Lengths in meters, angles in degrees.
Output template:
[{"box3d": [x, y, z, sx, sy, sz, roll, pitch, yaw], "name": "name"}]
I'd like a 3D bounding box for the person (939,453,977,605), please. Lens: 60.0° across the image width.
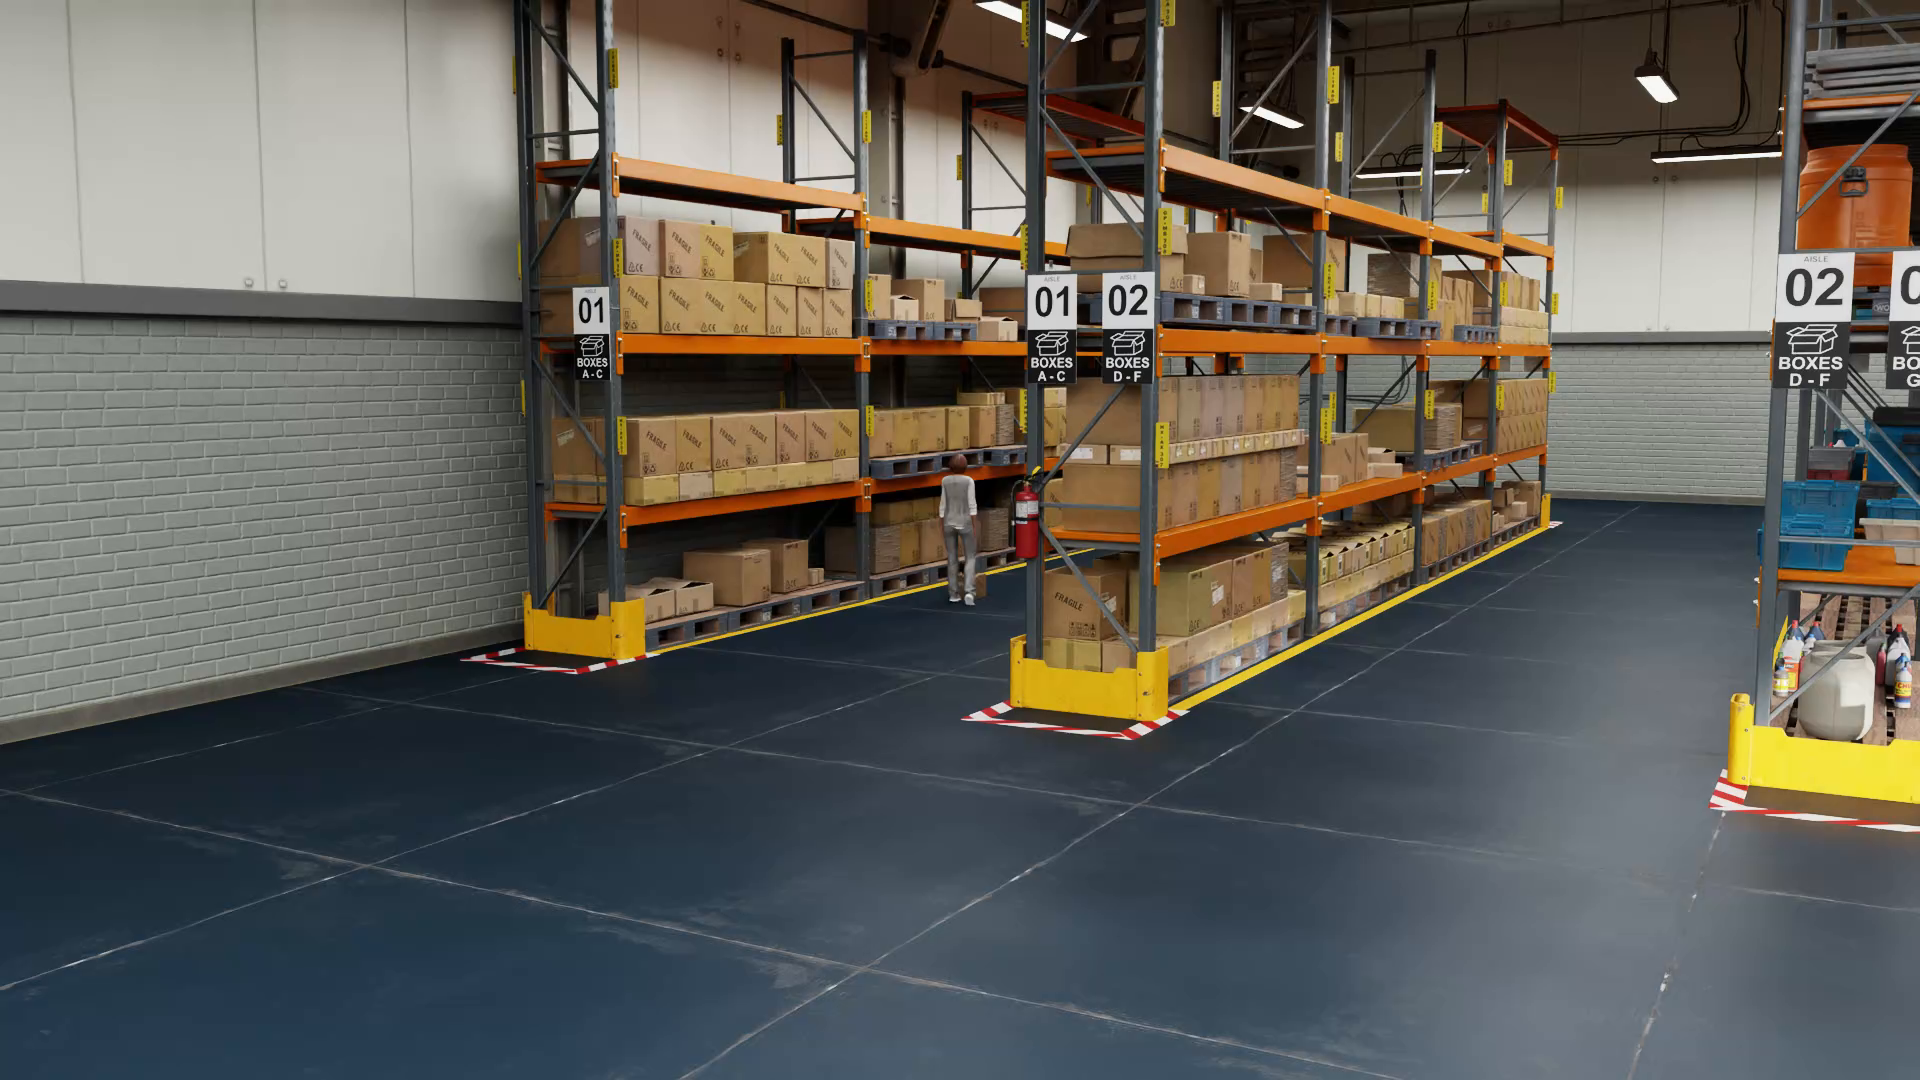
[{"box3d": [-0.014, -0.096, 17.702, 0.437, 1.658, 0.419, 2, 6, 17], "name": "person"}]
